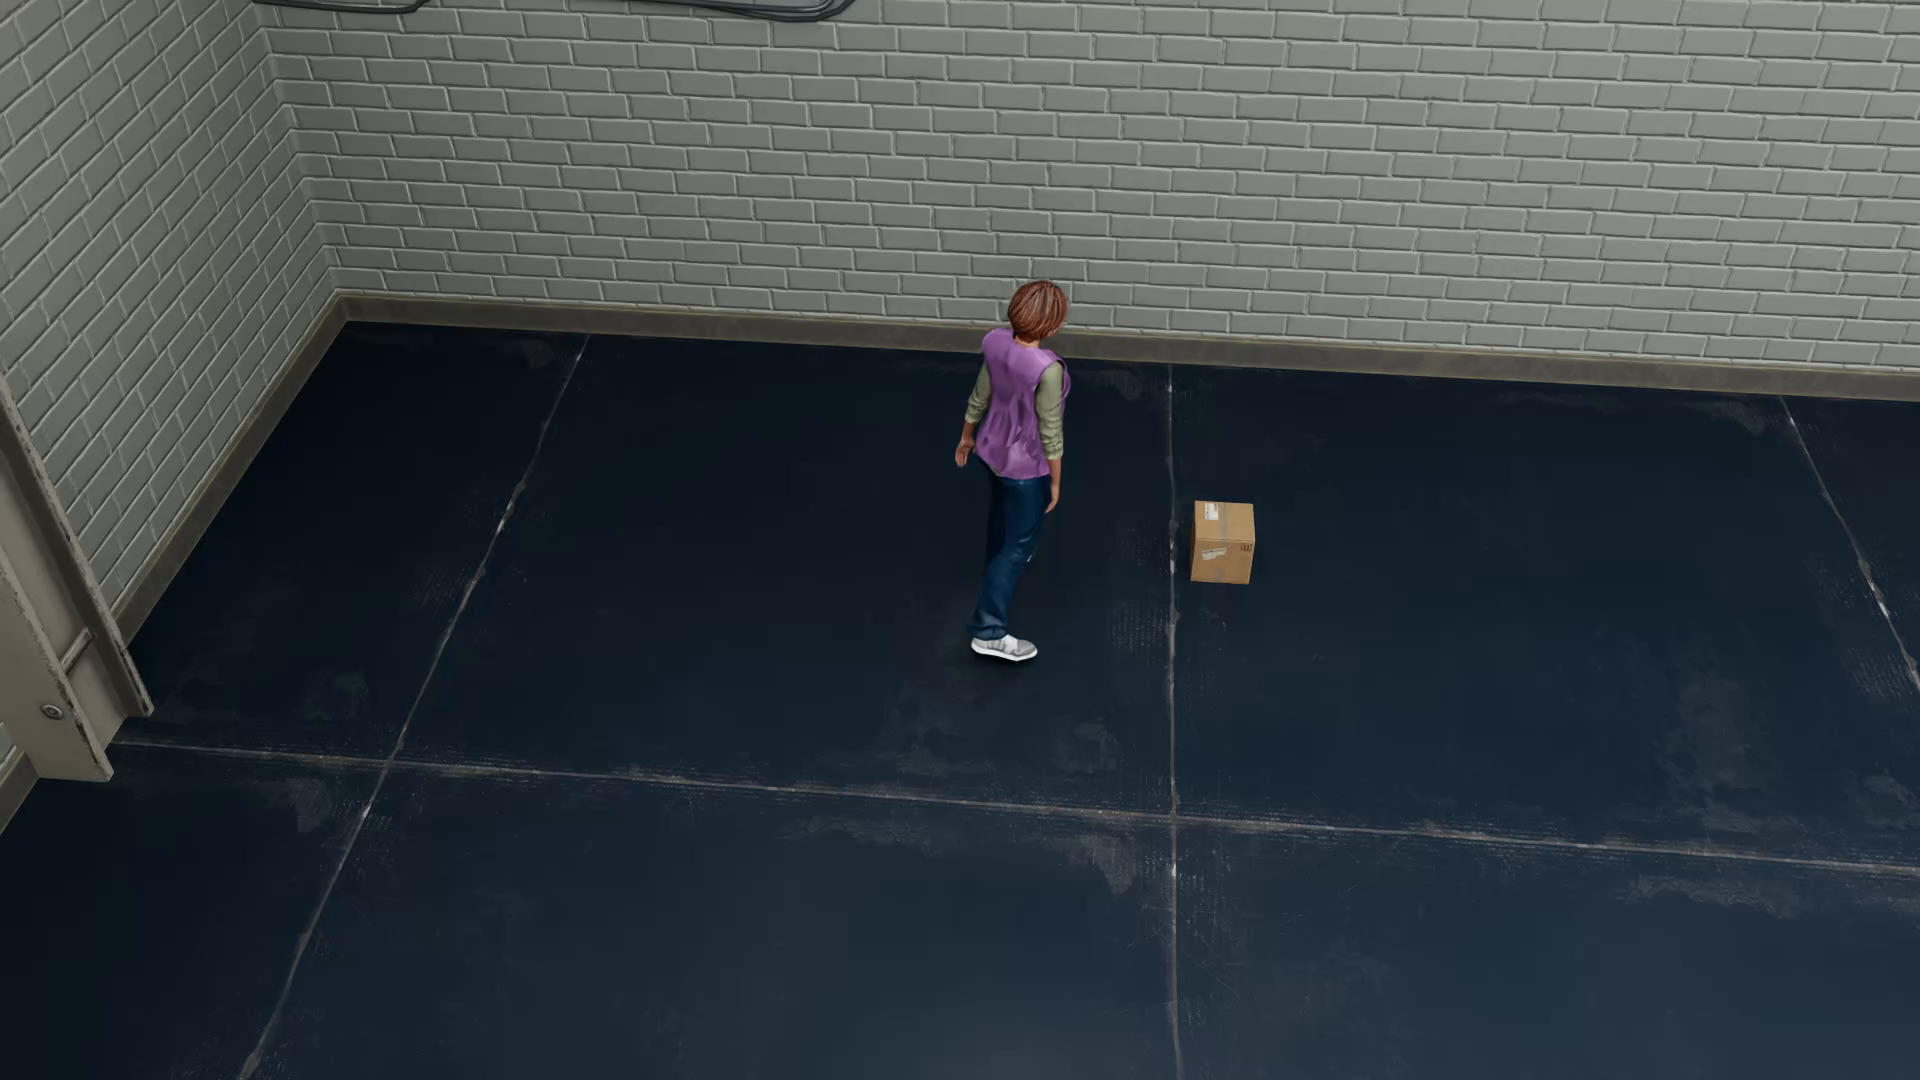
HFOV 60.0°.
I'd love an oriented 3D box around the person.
[{"bbox_3d":[0.223,-0.293,6.505,0.620,1.567,0.582,-27,48,-28],"label":"person"}]
